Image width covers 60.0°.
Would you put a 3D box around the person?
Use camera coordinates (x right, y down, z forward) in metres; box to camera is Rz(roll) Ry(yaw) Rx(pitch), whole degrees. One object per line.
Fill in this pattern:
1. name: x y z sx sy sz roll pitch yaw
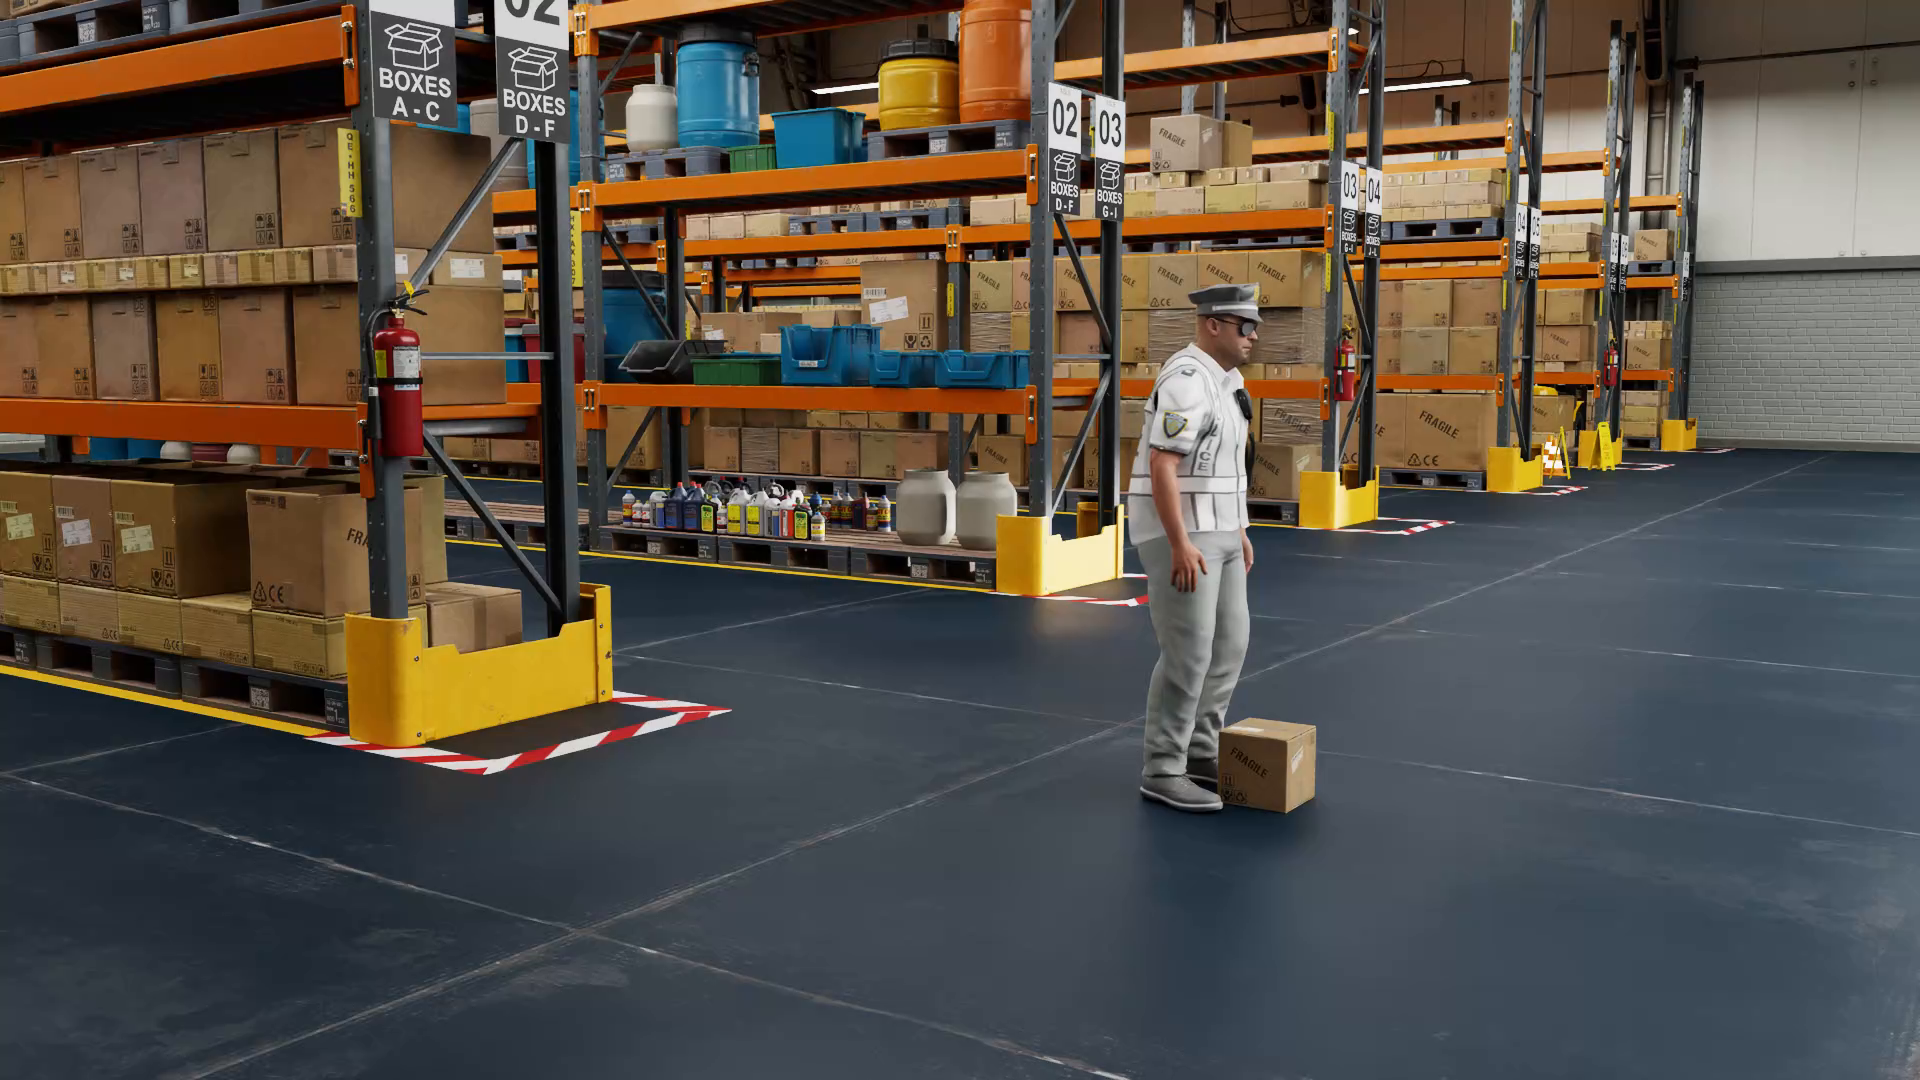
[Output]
1. person: 0.816 0.001 5.728 0.429 1.749 0.600 4 7 31
